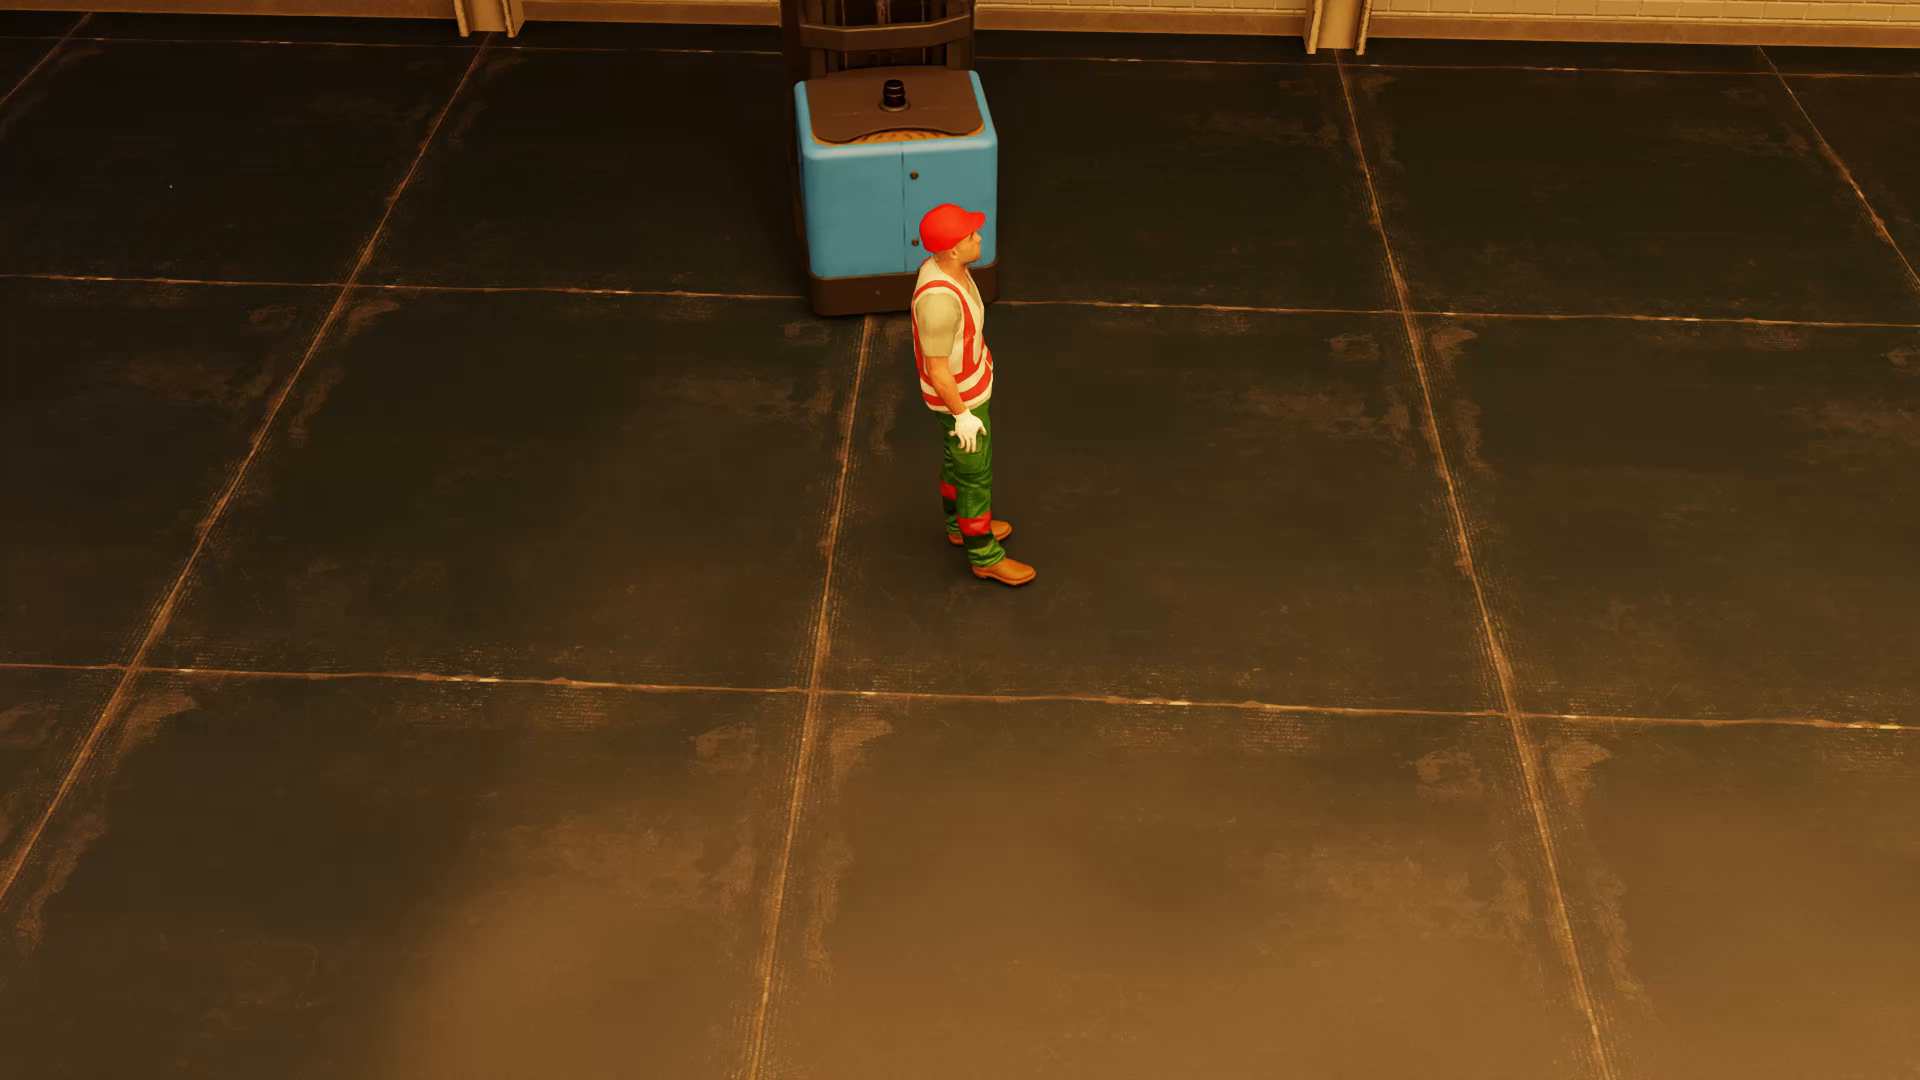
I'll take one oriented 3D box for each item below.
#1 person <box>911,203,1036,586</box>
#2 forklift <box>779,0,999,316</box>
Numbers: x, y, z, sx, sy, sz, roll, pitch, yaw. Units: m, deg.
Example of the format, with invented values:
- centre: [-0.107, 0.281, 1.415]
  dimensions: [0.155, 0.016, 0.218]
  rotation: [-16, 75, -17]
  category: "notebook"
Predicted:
- centre: [0.079, -0.655, 7.297]
  dimensions: [0.564, 1.787, 0.638]
  rotation: [2, 42, 2]
  category: "person"
- centre: [-0.495, -3.313, 9.371]
  dimensions: [1.130, 2.935, 3.031]
  rotation: [-5, 43, -6]
  category: "forklift"
